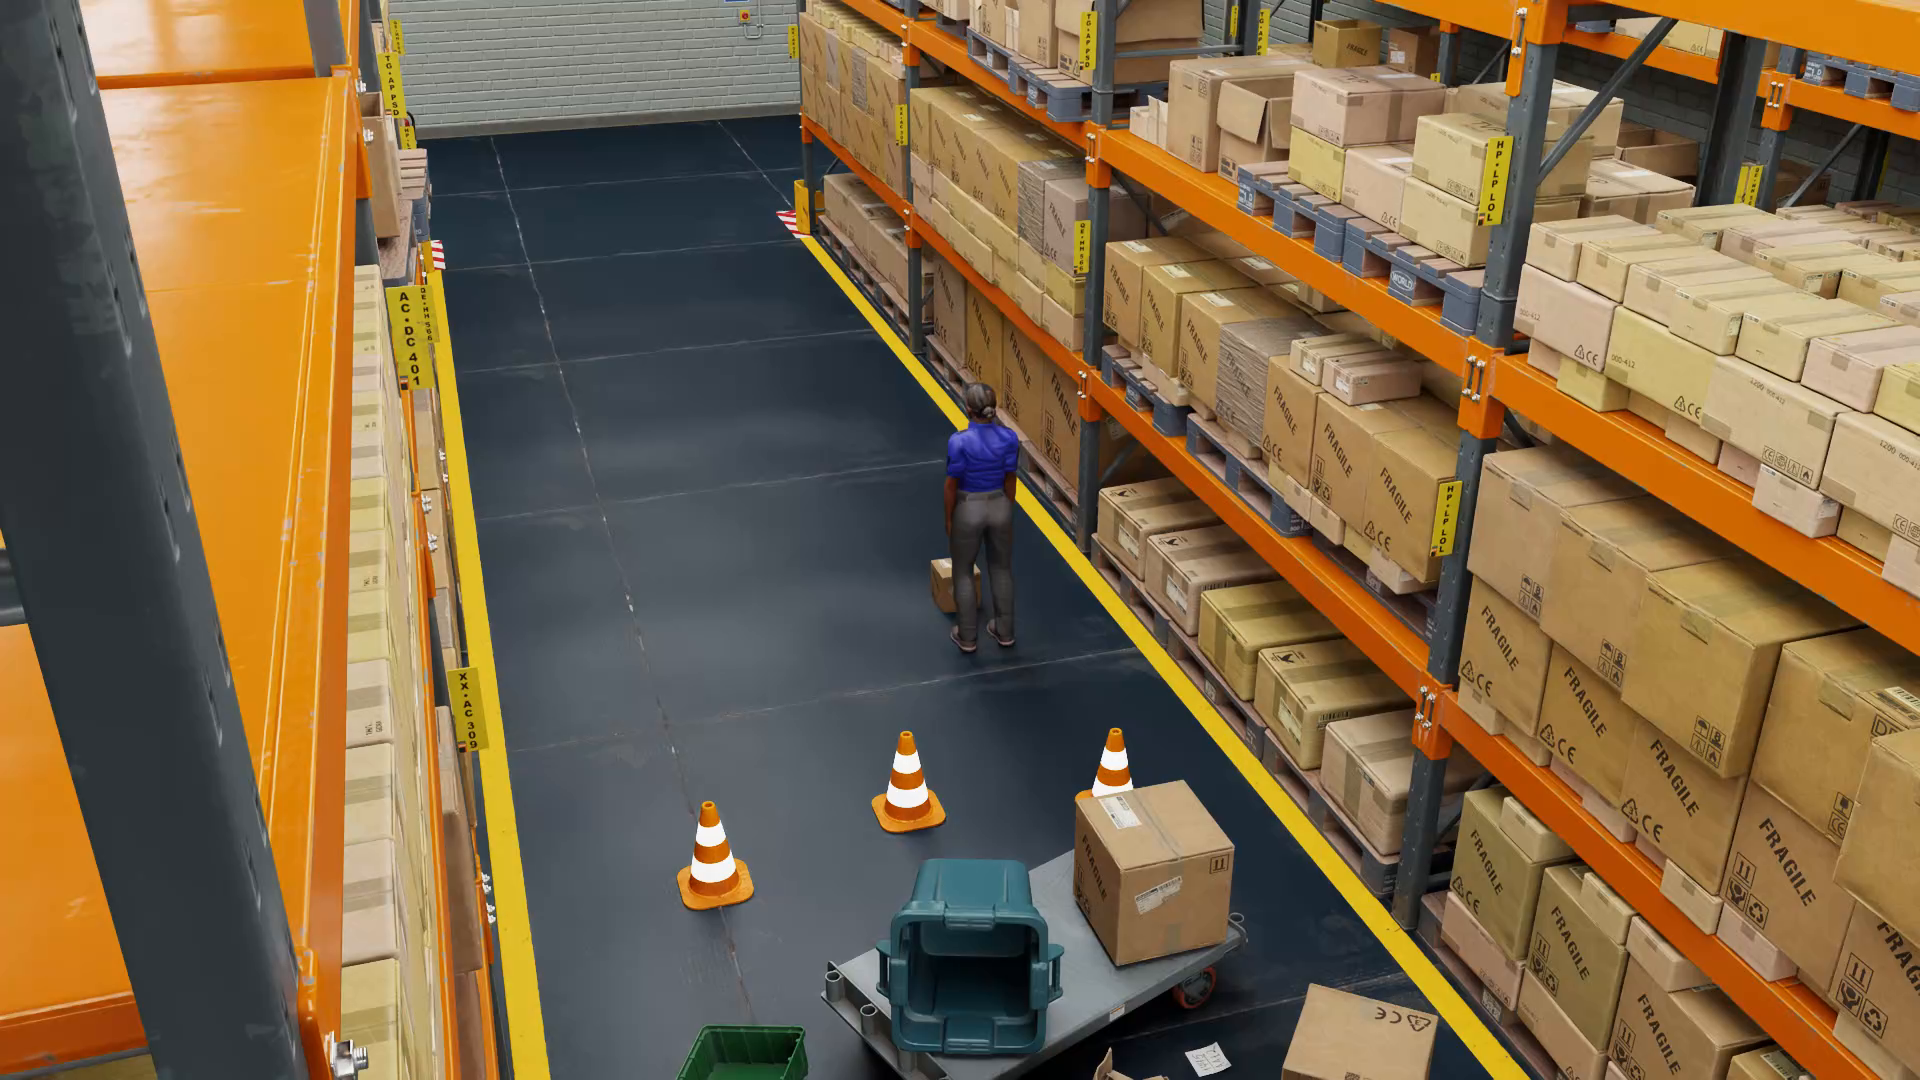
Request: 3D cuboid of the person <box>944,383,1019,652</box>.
[{"bbox_3d":[0.114,-0.136,9.634,0.437,1.656,0.299,-8,27,-15],"label":"person"}]
